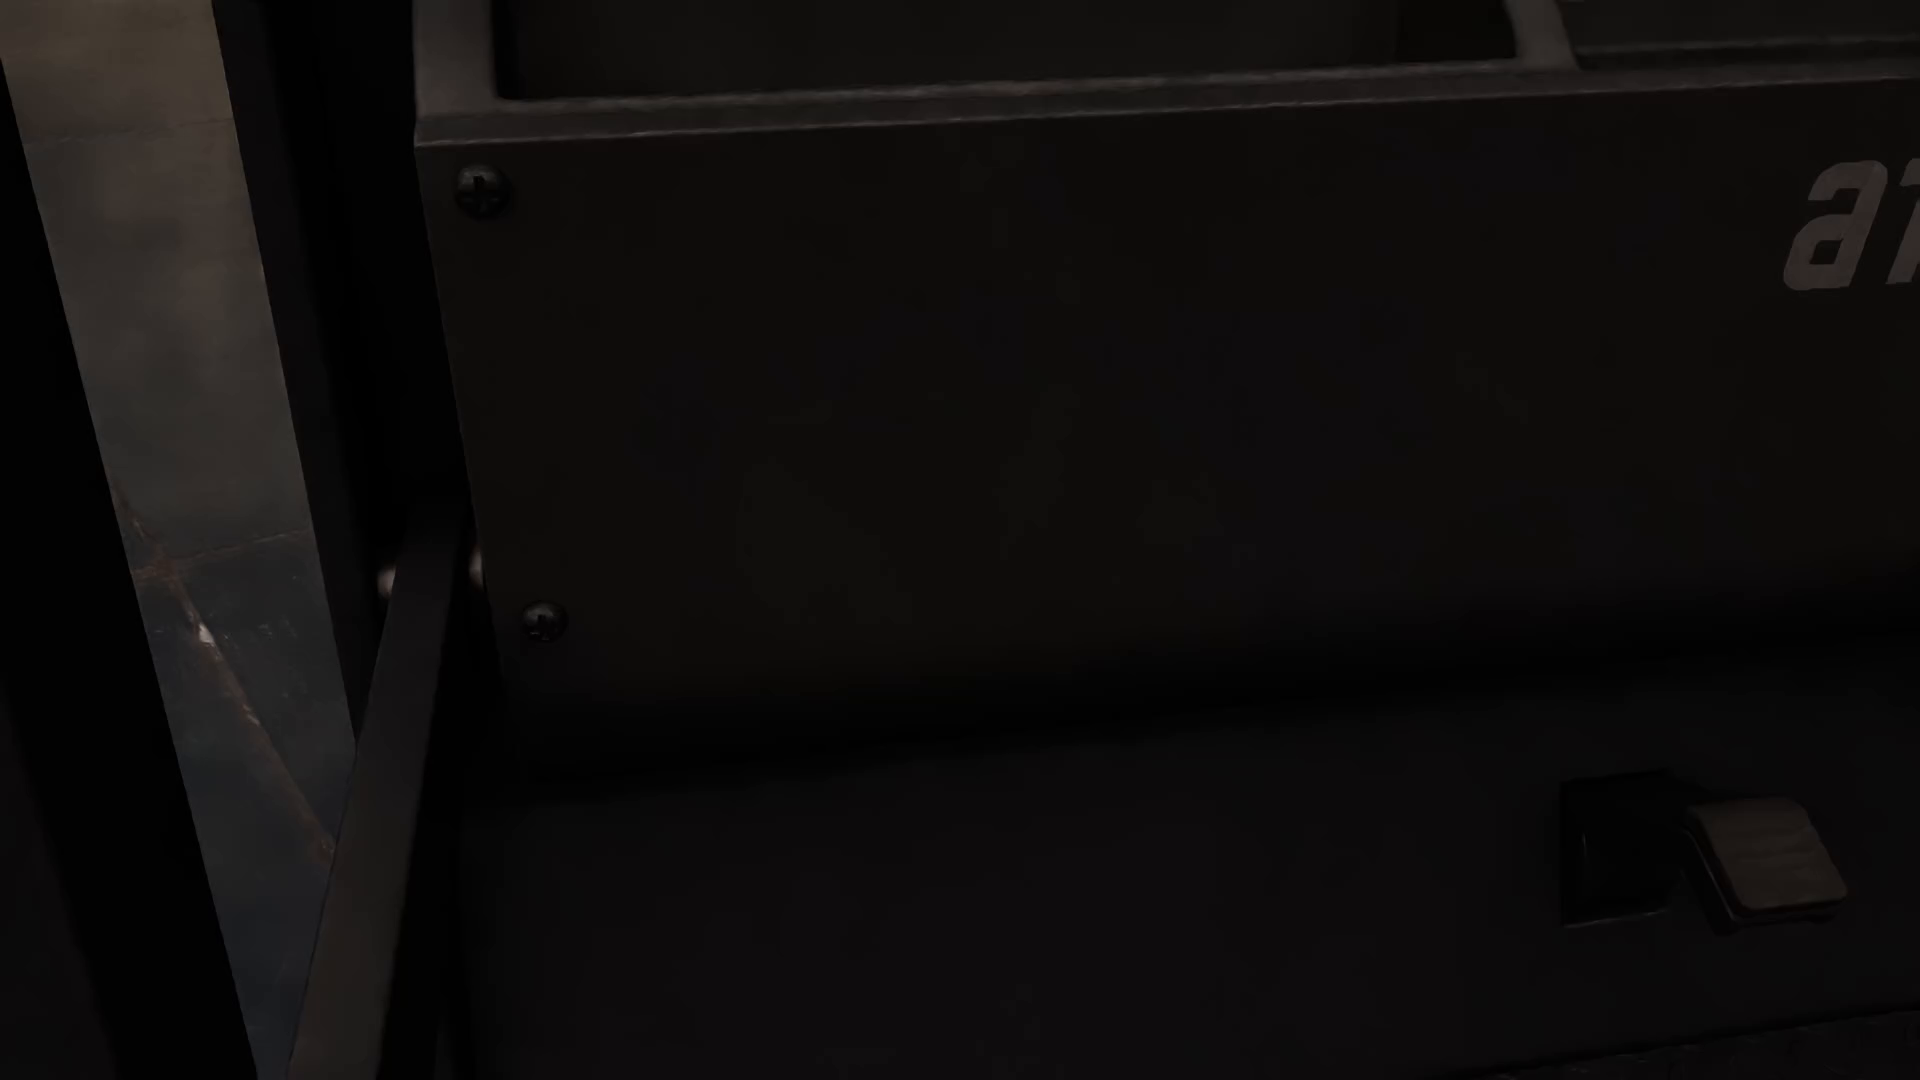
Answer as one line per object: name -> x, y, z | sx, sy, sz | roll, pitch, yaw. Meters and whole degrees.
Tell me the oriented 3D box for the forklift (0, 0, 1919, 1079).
forklift -> 0.287, -0.560, 0.348 | 1.130, 2.935, 3.031 | -5, 27, -10
